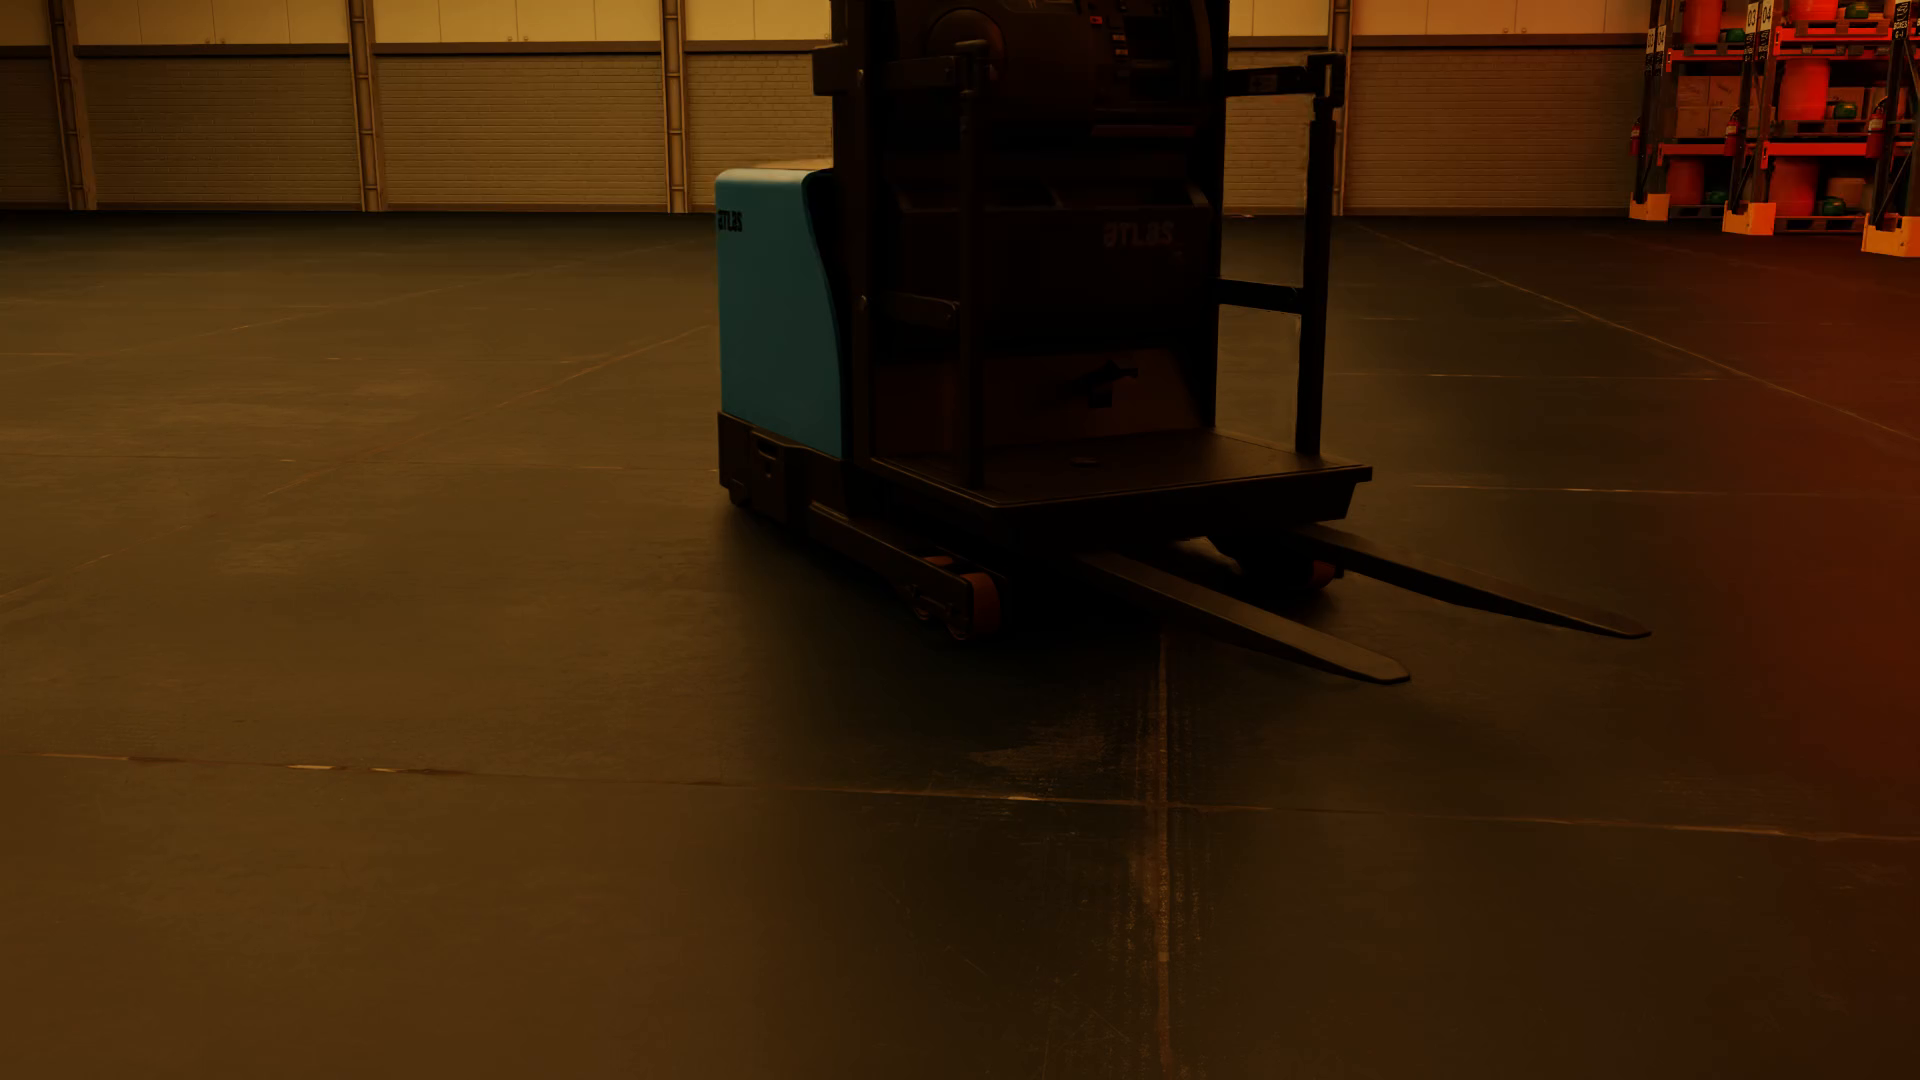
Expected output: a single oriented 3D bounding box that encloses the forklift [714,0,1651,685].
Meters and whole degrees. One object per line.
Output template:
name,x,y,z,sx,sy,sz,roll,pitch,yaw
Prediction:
forklift,0.342,-1.303,4.082,1.130,2.935,3.031,-7,15,-27
